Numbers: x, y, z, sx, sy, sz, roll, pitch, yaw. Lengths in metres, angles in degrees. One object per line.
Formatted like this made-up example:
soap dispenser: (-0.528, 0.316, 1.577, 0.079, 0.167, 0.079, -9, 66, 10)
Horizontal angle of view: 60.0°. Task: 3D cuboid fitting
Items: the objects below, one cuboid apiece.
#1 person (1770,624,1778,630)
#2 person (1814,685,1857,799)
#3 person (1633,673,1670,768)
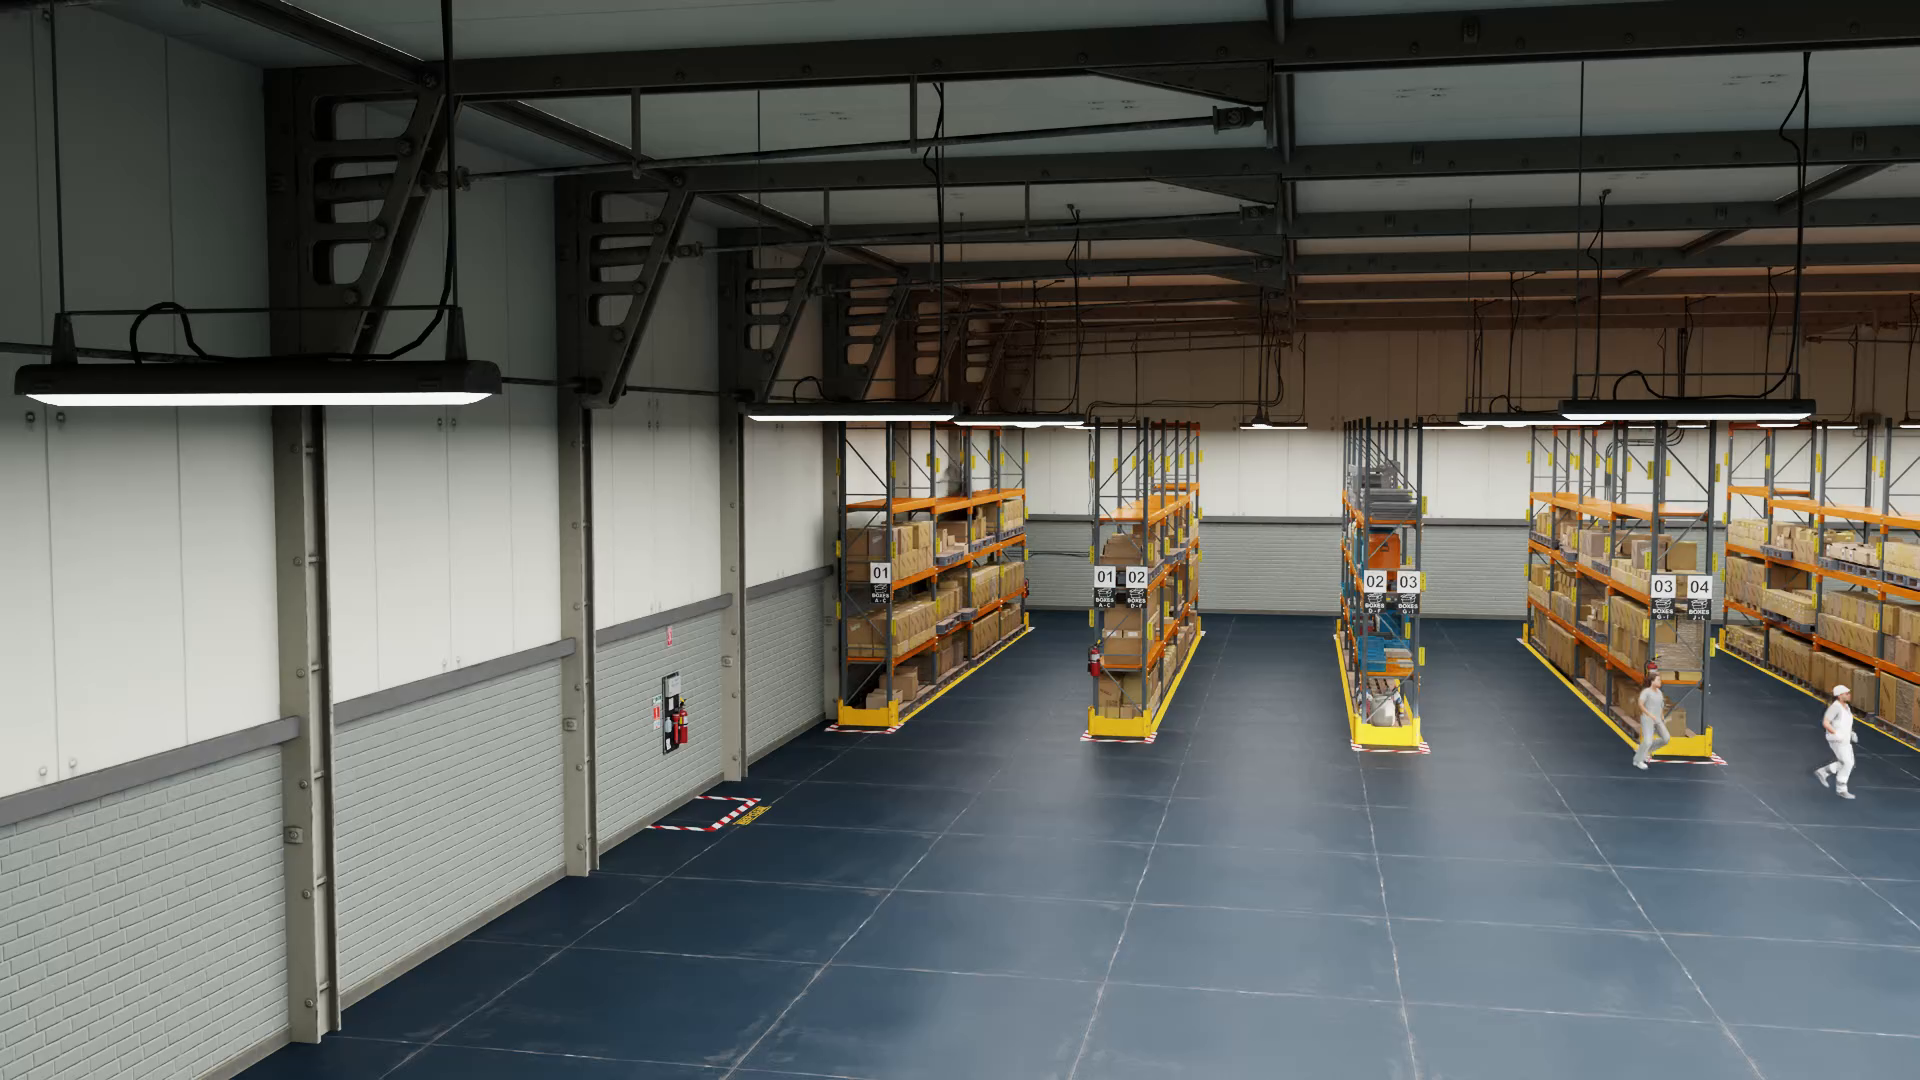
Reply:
person: (21.801, 2.033, 44.685, 0.610, 1.581, 0.512, -3, 5, -38)
person: (13.781, 3.155, 26.176, 0.679, 1.763, 0.648, -3, 5, -42)
person: (11.846, 3.077, 28.341, 0.617, 1.607, 0.544, -2, 4, -23)
